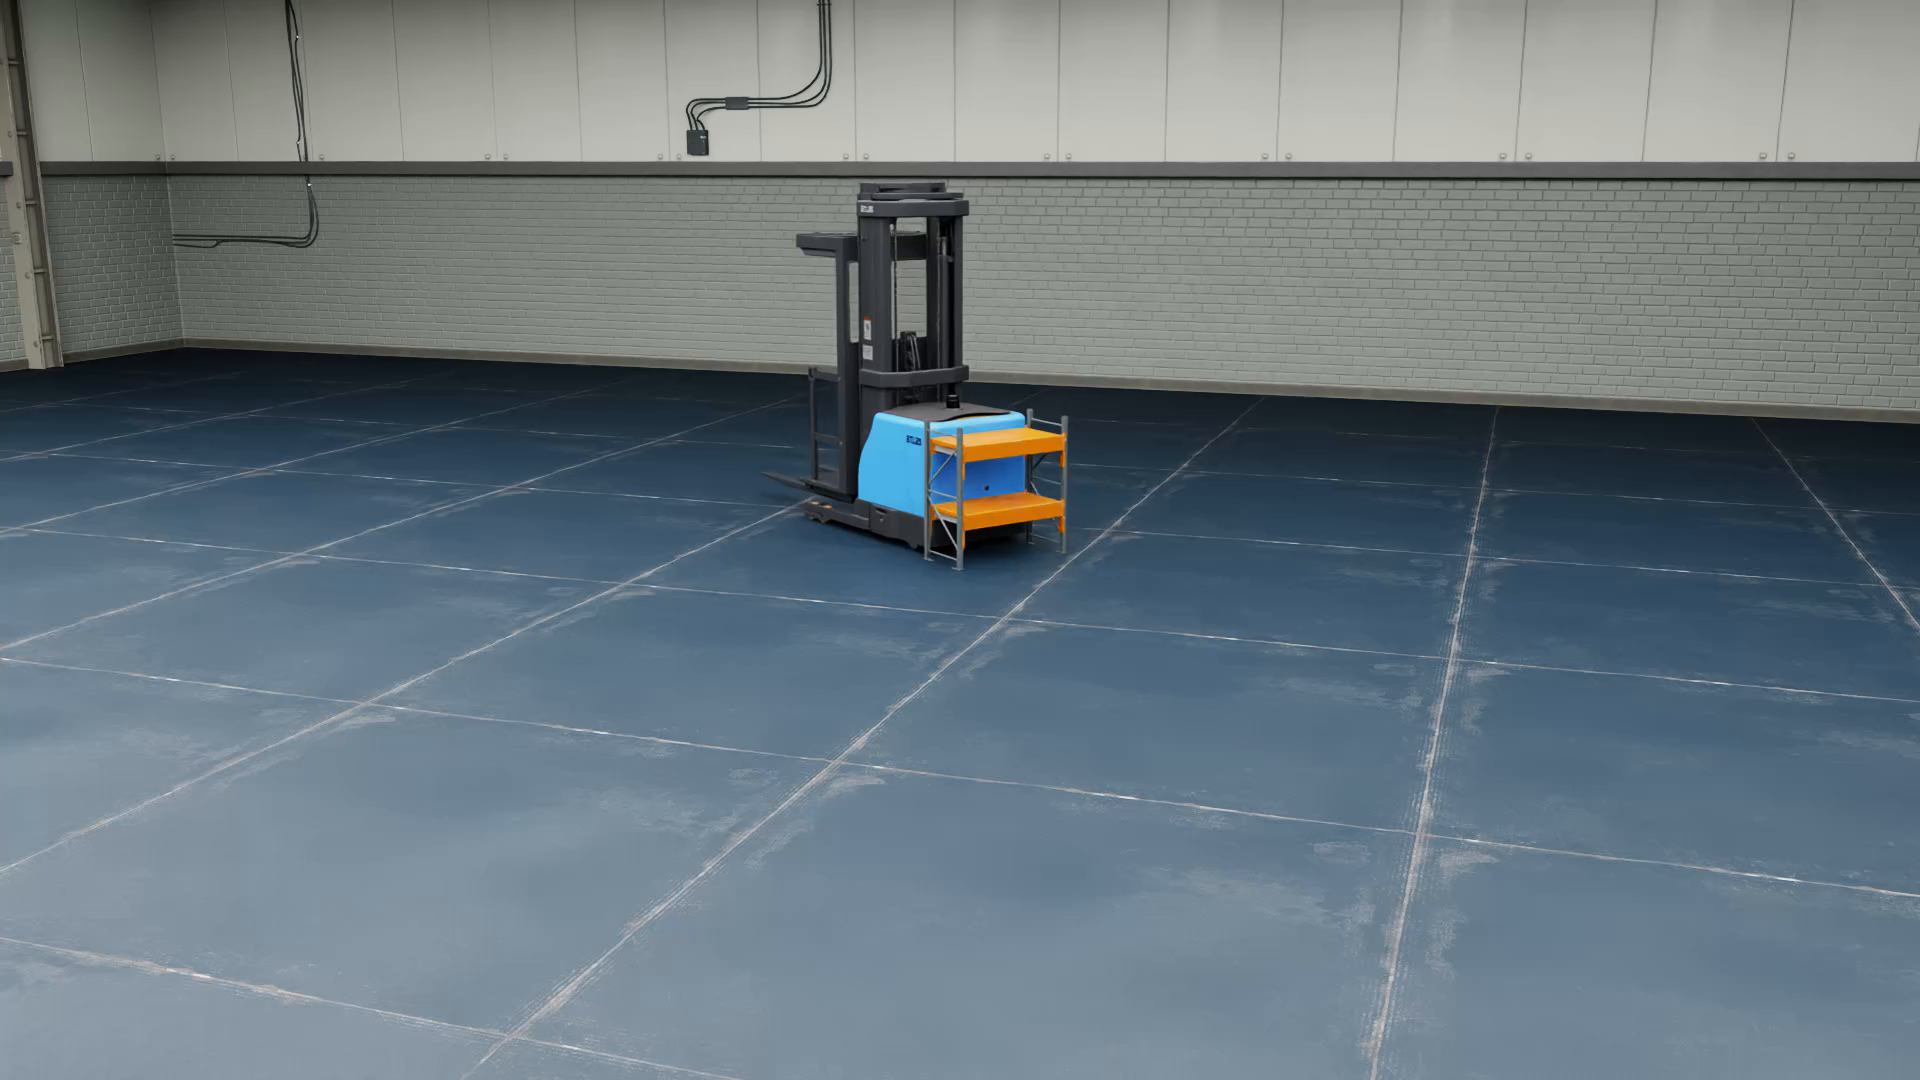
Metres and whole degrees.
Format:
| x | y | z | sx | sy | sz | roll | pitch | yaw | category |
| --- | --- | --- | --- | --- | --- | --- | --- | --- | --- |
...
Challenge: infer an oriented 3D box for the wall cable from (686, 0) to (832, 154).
| x | y | z | sx | sy | sz | roll | pitch | yaw | category |
| --- | --- | --- | --- | --- | --- | --- | --- | --- | --- |
| -2.932 | -8.551 | 23.589 | 2.305 | 6.003 | 0.169 | 4 | 14 | 18 | wall cable |

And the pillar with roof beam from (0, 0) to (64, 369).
| x | y | z | sx | sy | sz | roll | pitch | yaw | category |
| --- | --- | --- | --- | --- | --- | --- | --- | --- | --- |
| -10.041 | -6.745 | 23.318 | 9.100 | 9.000 | 0.400 | 4 | 14 | 18 | pillar with roof beam |

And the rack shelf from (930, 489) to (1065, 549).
| x | y | z | sx | sy | sz | roll | pitch | yaw | category |
| --- | --- | --- | --- | --- | --- | --- | --- | --- | --- |
| 0.288 | -0.177 | 13.335 | 1.000 | 0.278 | 0.538 | -9 | 16 | -34 | rack shelf |

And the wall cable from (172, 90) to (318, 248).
| x | y | z | sx | sy | sz | roll | pitch | yaw | category |
| --- | --- | --- | --- | --- | --- | --- | --- | --- | --- |
| -11.910 | -6.066 | 27.322 | 3.097 | 2.526 | 0.112 | 4 | 14 | 18 | wall cable |

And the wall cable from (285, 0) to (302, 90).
| x | y | z | sx | sy | sz | roll | pitch | yaw | category |
| --- | --- | --- | --- | --- | --- | --- | --- | --- | --- |
| -9.350 | -8.334 | 25.906 | 3.097 | 2.526 | 0.112 | 4 | 14 | 18 | wall cable |

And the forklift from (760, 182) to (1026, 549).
| x | y | z | sx | sy | sz | roll | pitch | yaw | category |
| --- | --- | --- | --- | --- | --- | --- | --- | --- | --- |
| -0.727 | -1.629 | 14.538 | 1.130 | 2.935 | 3.031 | -9 | 16 | -36 | forklift |

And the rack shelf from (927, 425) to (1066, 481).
| x | y | z | sx | sy | sz | roll | pitch | yaw | category |
| --- | --- | --- | --- | --- | --- | --- | --- | --- | --- |
| 0.288 | -0.701 | 13.216 | 1.000 | 0.278 | 0.538 | -9 | 16 | -34 | rack shelf |

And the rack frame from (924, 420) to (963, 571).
| x | y | z | sx | sy | sz | roll | pitch | yaw | category |
| --- | --- | --- | --- | --- | --- | --- | --- | --- | --- |
| -0.130 | -0.351 | 12.998 | 0.032 | 1.125 | 0.500 | -9 | 16 | -34 | rack frame |

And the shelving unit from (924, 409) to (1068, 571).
| x | y | z | sx | sy | sz | roll | pitch | yaw | category |
| --- | --- | --- | --- | --- | --- | --- | --- | --- | --- |
| 0.288 | -0.416 | 13.281 | 1.048 | 1.125 | 0.538 | -9 | 16 | -34 | shelving unit |

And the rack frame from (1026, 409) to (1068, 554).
| x | y | z | sx | sy | sz | roll | pitch | yaw | category |
| --- | --- | --- | --- | --- | --- | --- | --- | --- | --- |
| 0.705 | -0.480 | 13.564 | 0.032 | 1.125 | 0.500 | -9 | 16 | -34 | rack frame |
